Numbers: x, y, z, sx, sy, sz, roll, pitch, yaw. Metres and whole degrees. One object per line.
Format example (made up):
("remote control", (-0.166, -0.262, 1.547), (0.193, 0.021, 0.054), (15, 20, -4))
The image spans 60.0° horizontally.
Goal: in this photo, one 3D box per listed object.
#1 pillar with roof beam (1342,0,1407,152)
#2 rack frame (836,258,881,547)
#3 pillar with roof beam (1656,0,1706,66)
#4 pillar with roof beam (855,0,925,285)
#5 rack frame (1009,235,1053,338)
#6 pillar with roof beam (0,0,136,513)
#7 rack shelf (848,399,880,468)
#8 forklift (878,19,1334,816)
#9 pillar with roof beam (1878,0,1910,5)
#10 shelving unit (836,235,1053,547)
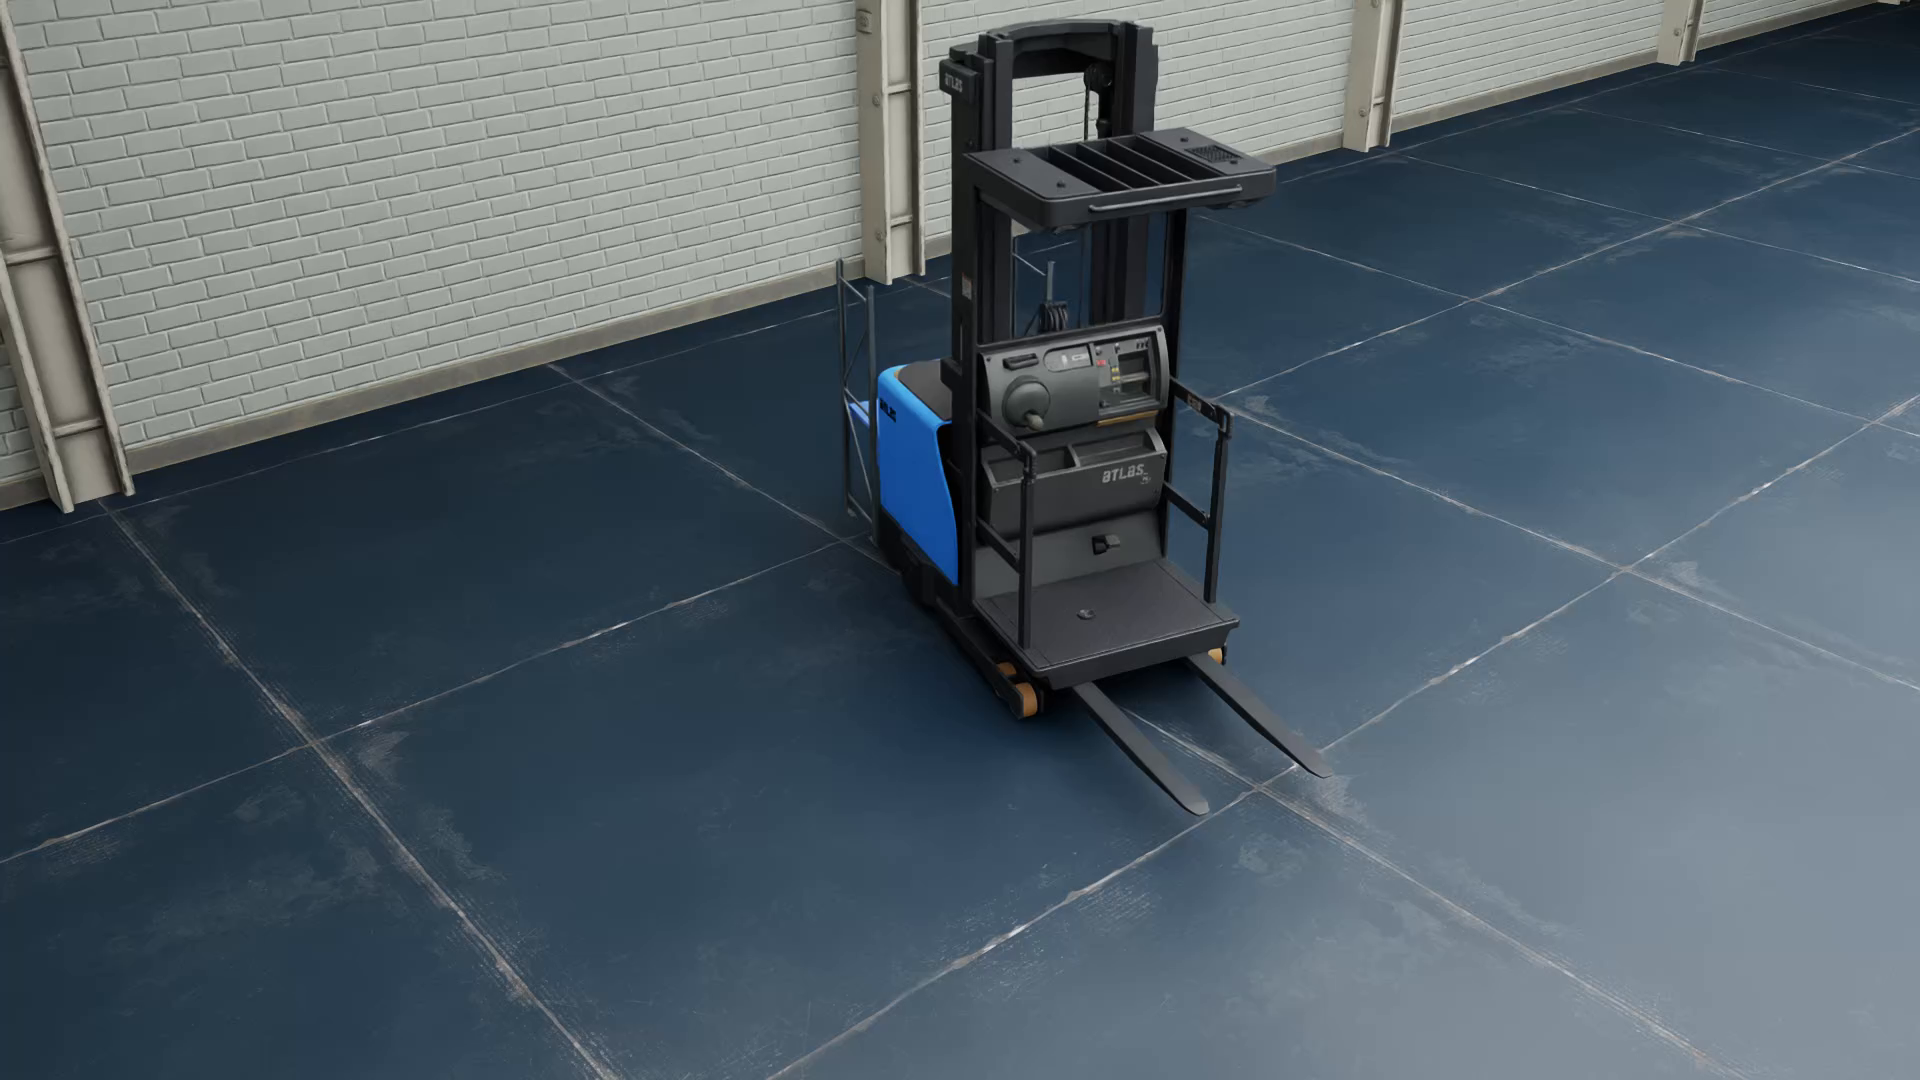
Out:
("pillar with roof beam", (6.837, -6.363, 11.609), (0.400, 9.000, 9.100), (-22, 35, -35))
("rack frame", (-0.552, -0.735, 9.033), (0.032, 1.500, 0.500), (-12, 30, -20))
("pillar with roof beam", (11.402, -8.198, 15.043), (0.400, 9.000, 9.100), (-22, 35, -35))
("pillar with roof beam", (2.273, -4.527, 8.174), (0.400, 9.000, 9.100), (-22, 35, -35))
("rack frame", (0.381, -0.925, 9.388), (0.032, 1.500, 0.500), (-12, 30, -20))
("pillar with roof beam", (-2.292, -2.692, 4.739), (0.400, 9.000, 9.100), (-22, 35, -35))
("rack shelf", (-0.085, -0.671, 9.295), (1.000, 0.185, 0.538), (-12, 30, -20))
("forklift", (0.630, -0.700, 7.451), (1.130, 2.935, 3.031), (-12, 30, -22))
("pillar with roof beam", (15.966, -10.034, 18.478), (0.400, 9.000, 9.100), (-22, 35, -35))
("shelving unit", (-0.085, -0.830, 9.210), (1.048, 1.500, 0.538), (-12, 30, -20))
